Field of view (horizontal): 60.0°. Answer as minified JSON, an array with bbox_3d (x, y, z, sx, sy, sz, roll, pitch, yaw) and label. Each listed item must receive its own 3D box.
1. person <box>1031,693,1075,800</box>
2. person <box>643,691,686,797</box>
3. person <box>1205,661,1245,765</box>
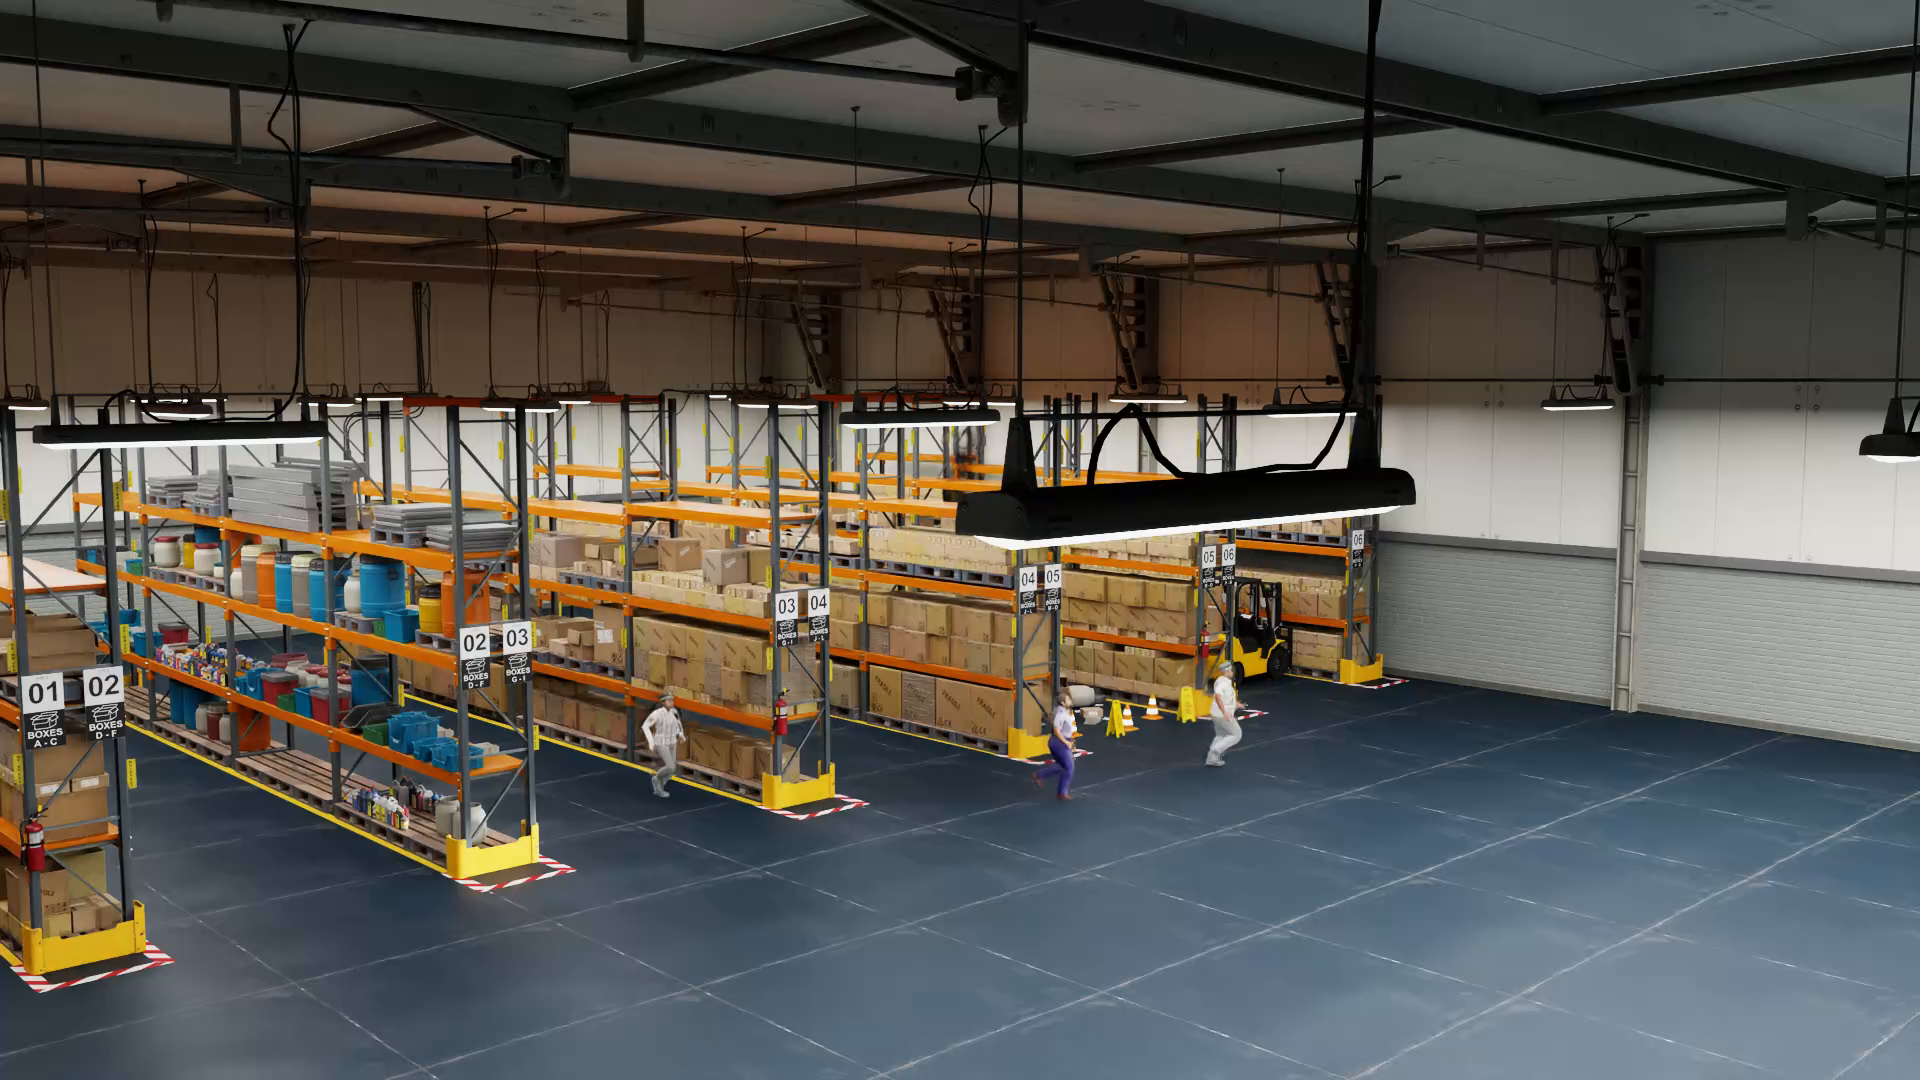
[{"bbox_3d":[1.408,3.116,25.101,0.661,1.645,0.606,0,6,-2],"label":"person"},{"bbox_3d":[-4.409,3.082,25.073,0.631,1.639,0.599,4,7,38],"label":"person"},{"bbox_3d":[4.365,2.834,27.190,0.664,1.721,0.651,-1,6,-6],"label":"person"}]
